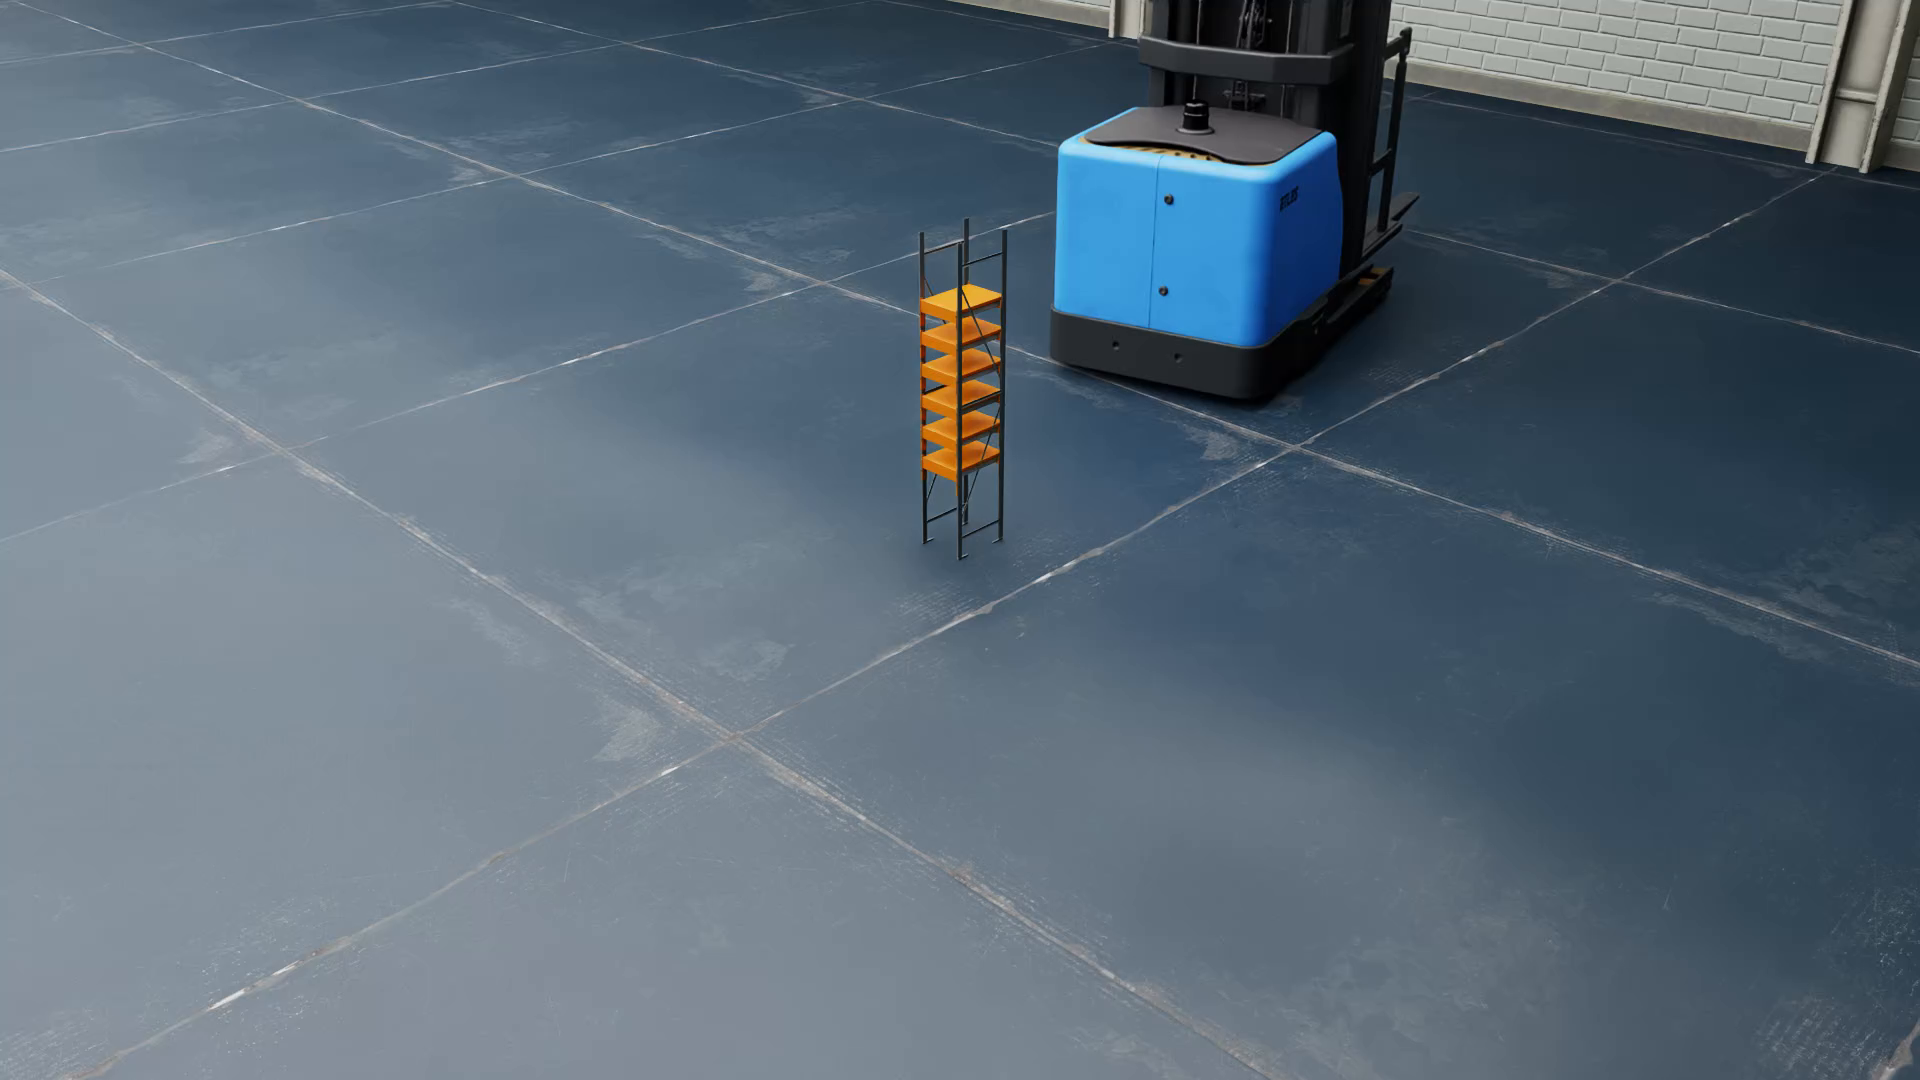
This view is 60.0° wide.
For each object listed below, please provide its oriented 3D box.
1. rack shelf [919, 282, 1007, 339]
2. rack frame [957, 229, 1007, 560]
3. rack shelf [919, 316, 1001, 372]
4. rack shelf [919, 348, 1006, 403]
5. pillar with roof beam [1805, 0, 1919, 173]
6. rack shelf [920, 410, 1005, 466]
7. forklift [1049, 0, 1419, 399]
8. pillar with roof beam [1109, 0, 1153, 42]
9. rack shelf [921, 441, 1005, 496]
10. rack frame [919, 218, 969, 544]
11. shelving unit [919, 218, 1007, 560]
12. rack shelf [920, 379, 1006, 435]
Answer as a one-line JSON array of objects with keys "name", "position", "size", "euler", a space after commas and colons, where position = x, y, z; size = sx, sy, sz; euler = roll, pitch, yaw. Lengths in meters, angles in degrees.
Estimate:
[{"name": "rack shelf", "position": [0.010, -0.806, 5.815], "size": [0.180, 0.103, 0.258], "euler": [25, 36, 38]}, {"name": "rack frame", "position": [0.076, -0.496, 5.905], "size": [0.006, 1.200, 0.240], "euler": [25, 36, 38]}, {"name": "rack shelf", "position": [0.010, -0.699, 5.871], "size": [0.180, 0.103, 0.258], "euler": [25, 36, 38]}, {"name": "rack shelf", "position": [0.010, -0.593, 5.927], "size": [0.180, 0.103, 0.258], "euler": [25, 36, 38]}, {"name": "pillar with roof beam", "position": [2.822, -5.042, 6.170], "size": [0.400, 9.000, 9.100], "euler": [25, 36, 38]}, {"name": "rack shelf", "position": [0.010, -0.381, 6.038], "size": [0.180, 0.103, 0.258], "euler": [25, 36, 38]}, {"name": "forklift", "position": [1.589, -2.562, 7.972], "size": [1.130, 2.935, 3.031], "euler": [15, 31, 26]}, {"name": "pillar with roof beam", "position": [-1.456, -7.000, 9.893], "size": [0.400, 9.000, 9.100], "euler": [25, 36, 38]}, {"name": "rack shelf", "position": [0.010, -0.275, 6.094], "size": [0.180, 0.103, 0.258], "euler": [25, 36, 38]}, {"name": "rack frame", "position": [-0.055, -0.556, 6.019], "size": [0.006, 1.200, 0.240], "euler": [25, 36, 38]}, {"name": "shelving unit", "position": [0.010, -0.526, 5.962], "size": [0.189, 1.200, 0.258], "euler": [25, 36, 38]}, {"name": "rack shelf", "position": [0.010, -0.487, 5.982], "size": [0.180, 0.103, 0.258], "euler": [25, 36, 38]}]
